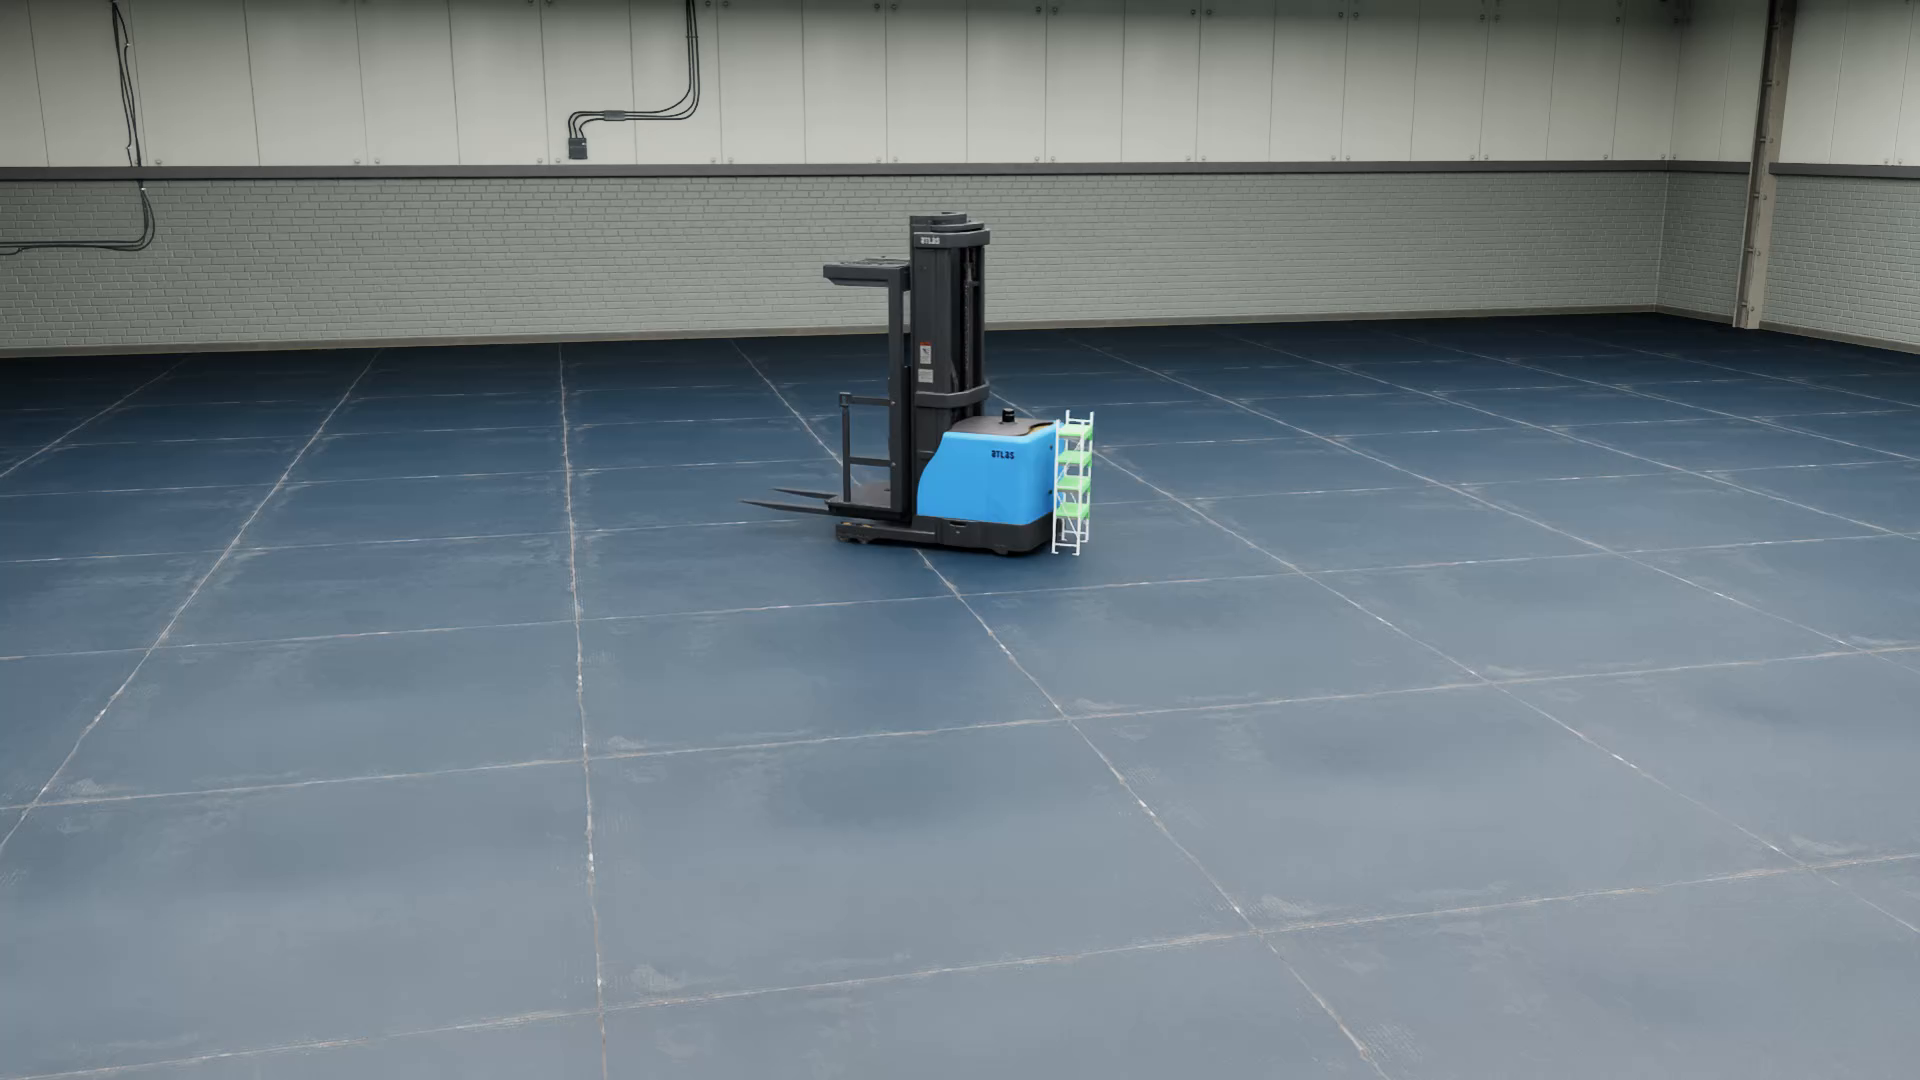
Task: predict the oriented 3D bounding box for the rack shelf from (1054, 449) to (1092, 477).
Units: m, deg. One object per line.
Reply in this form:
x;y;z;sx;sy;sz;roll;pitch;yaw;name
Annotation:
1.008;-0.684;14.769;0.258;0.148;0.480;4;14;13;rack shelf

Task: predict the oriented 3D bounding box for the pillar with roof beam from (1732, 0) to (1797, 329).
10.923;-8.213;29.905;9.100;9.000;0.548;-3;14;-13;pillar with roof beam

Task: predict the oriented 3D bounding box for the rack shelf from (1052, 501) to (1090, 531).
0.998;-0.219;14.886;0.258;0.148;0.480;4;14;13;rack shelf

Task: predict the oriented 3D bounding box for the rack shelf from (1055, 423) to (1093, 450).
1.012;-0.917;14.711;0.258;0.148;0.480;4;14;13;rack shelf

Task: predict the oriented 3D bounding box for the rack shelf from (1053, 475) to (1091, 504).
1.003;-0.451;14.827;0.258;0.148;0.480;4;14;13;rack shelf

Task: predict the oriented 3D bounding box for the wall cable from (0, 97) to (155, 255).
-14.918;-5.942;27.153;3.097;2.526;0.112;-3;14;-13;wall cable

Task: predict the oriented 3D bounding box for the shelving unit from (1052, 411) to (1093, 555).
1.004;-0.513;14.812;0.258;1.200;0.503;4;14;13;shelving unit

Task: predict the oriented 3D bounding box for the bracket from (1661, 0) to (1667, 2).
14.108;-10.824;33.009;0.235;0.232;0.430;-3;14;-13;bracket

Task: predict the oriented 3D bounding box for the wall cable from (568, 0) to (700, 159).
-5.686;-9.628;28.532;2.305;6.003;0.169;-3;14;-13;wall cable

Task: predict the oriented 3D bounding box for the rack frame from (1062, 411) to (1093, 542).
1.061;-0.570;15.042;0.240;1.200;0.015;4;14;13;rack frame

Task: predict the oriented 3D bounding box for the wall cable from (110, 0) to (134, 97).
-12.288;-8.546;27.171;3.097;2.526;0.112;-3;14;-13;wall cable

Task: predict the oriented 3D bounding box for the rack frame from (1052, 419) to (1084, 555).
0.947;-0.457;14.582;0.240;1.200;0.015;4;14;13;rack frame

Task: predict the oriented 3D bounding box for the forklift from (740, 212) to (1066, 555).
-0.584;-1.505;15.235;3.031;2.935;1.130;6;15;24;forklift
